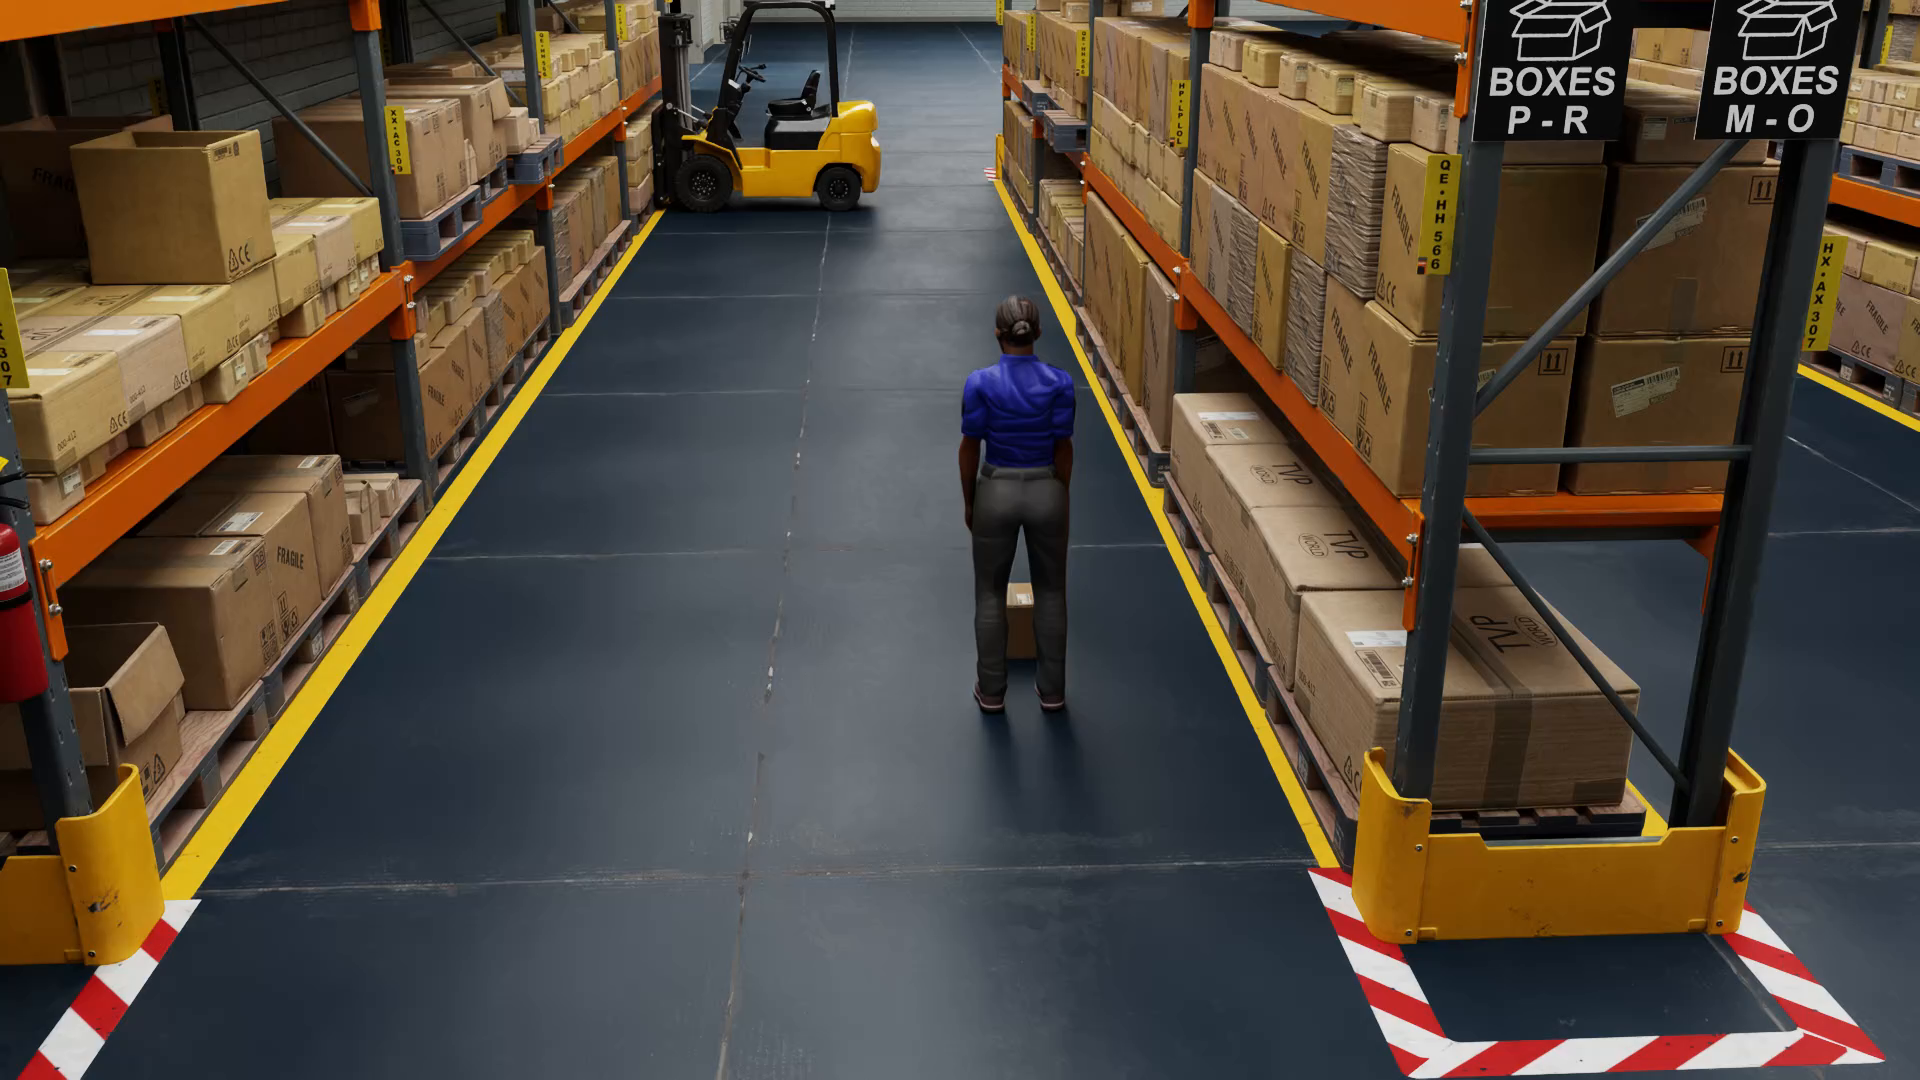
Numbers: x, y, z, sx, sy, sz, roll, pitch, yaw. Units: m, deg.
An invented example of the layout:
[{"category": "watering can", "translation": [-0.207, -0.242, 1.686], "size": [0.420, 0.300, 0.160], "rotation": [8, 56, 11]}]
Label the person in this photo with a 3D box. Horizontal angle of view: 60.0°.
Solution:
[{"category": "person", "translation": [0.216, -0.126, 6.445], "size": [0.440, 1.649, 0.306], "rotation": [0, 21, -1]}]
